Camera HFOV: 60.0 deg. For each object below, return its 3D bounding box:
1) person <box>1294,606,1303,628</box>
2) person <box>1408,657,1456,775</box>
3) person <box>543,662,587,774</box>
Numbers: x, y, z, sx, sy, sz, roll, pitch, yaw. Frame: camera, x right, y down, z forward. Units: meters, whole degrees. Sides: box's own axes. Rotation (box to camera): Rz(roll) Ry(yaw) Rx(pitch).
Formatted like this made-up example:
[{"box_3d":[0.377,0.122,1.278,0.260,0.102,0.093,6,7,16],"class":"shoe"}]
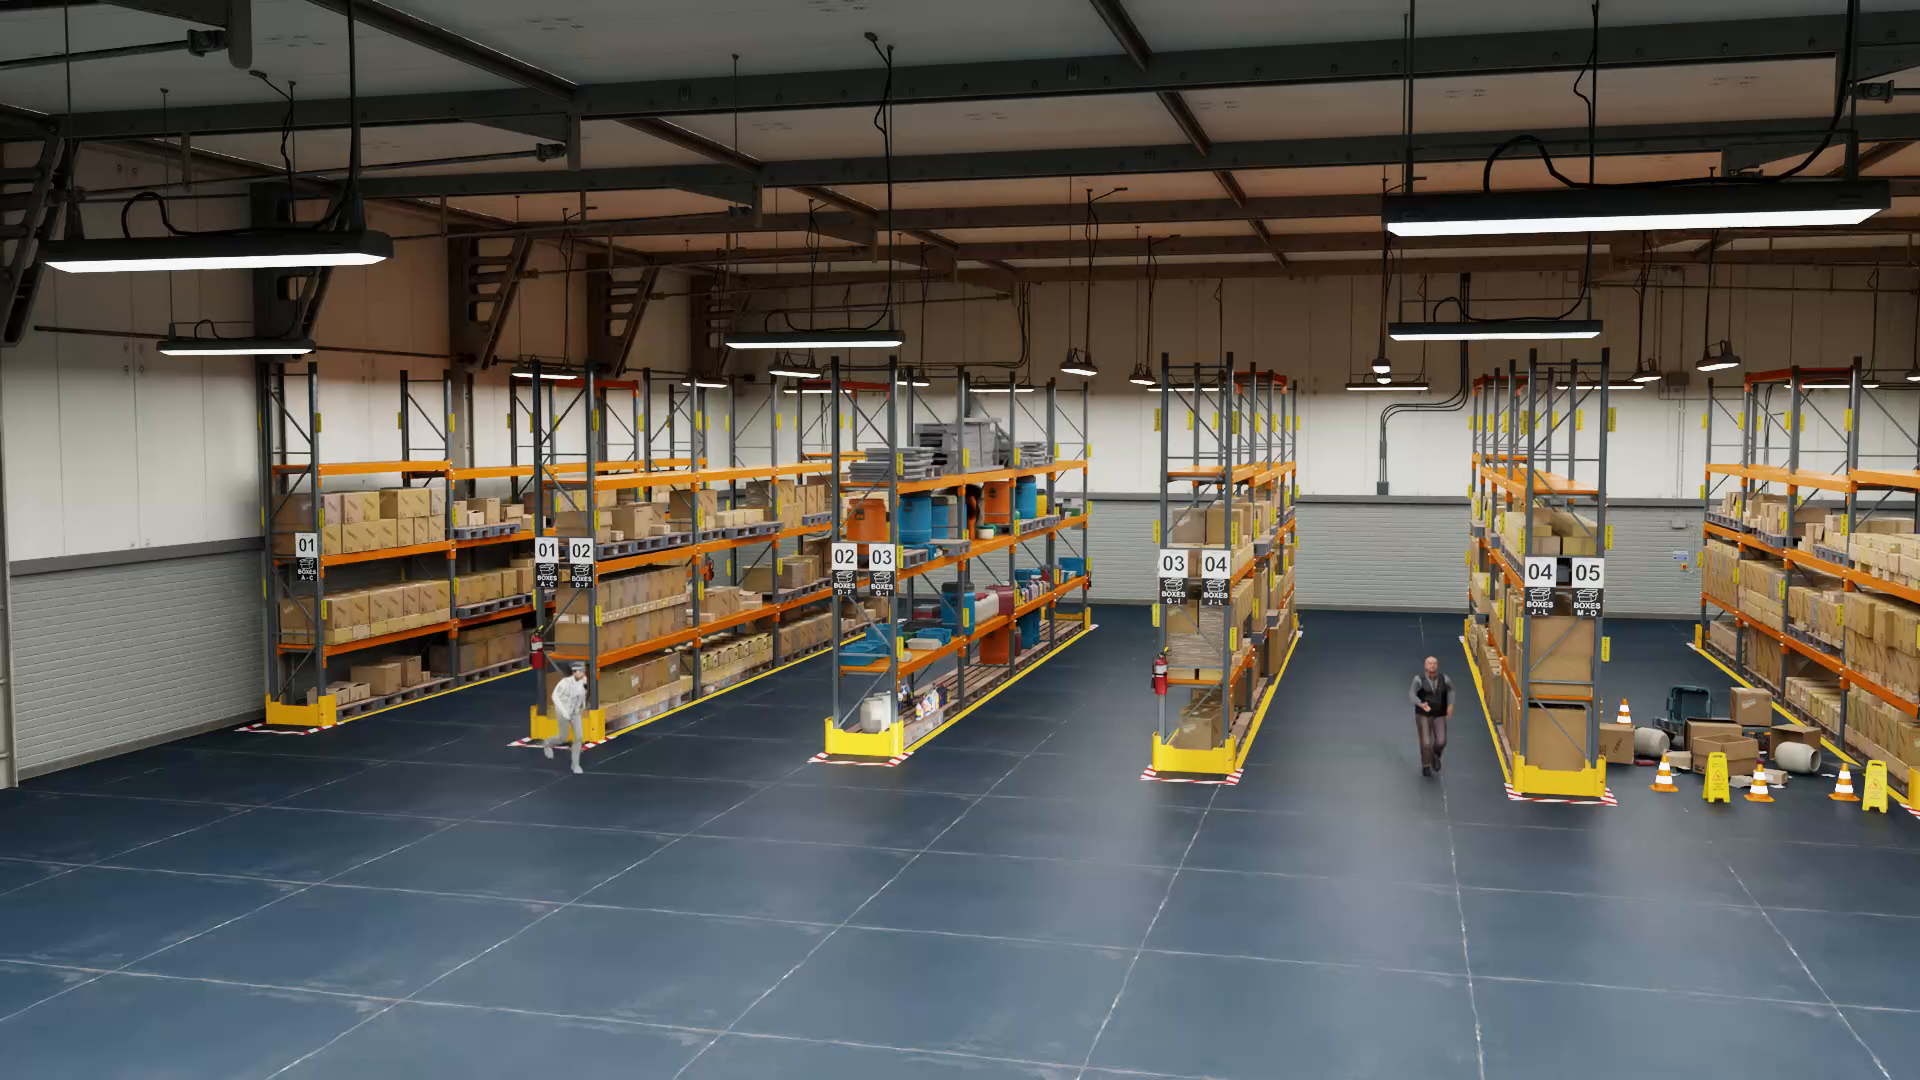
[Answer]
[{"box_3d":[7.768,1.255,40.543,1.043,1.785,0.696,3,5,38],"class":"person"},{"box_3d":[6.700,2.500,23.541,0.685,1.689,0.580,0,4,6],"class":"person"},{"box_3d":[-5.710,2.531,24.061,0.924,1.633,0.636,3,5,36],"class":"person"}]
